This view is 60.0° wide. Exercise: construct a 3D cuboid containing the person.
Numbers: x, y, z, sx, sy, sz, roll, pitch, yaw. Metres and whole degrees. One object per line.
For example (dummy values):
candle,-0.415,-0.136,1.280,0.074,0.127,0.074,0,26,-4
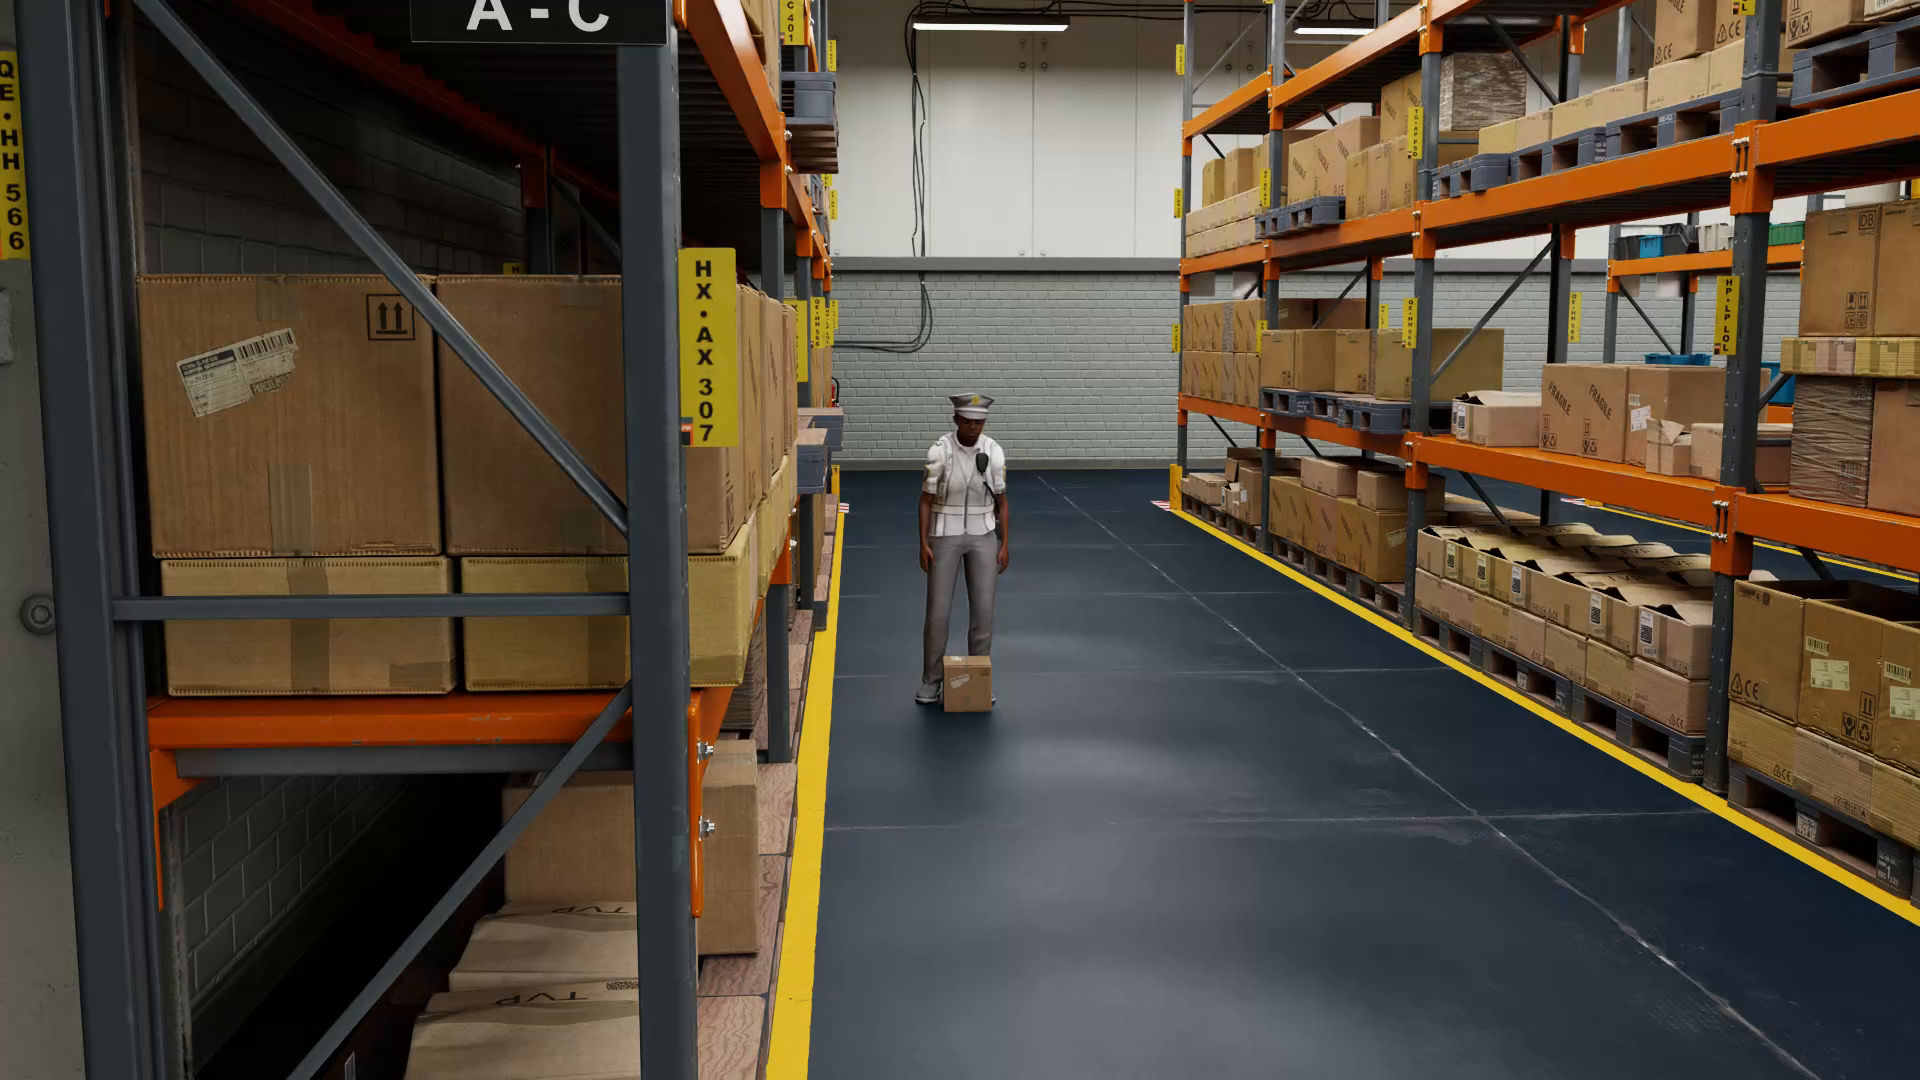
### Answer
person,0.012,0.037,8.952,0.526,1.658,0.427,-1,7,-7
